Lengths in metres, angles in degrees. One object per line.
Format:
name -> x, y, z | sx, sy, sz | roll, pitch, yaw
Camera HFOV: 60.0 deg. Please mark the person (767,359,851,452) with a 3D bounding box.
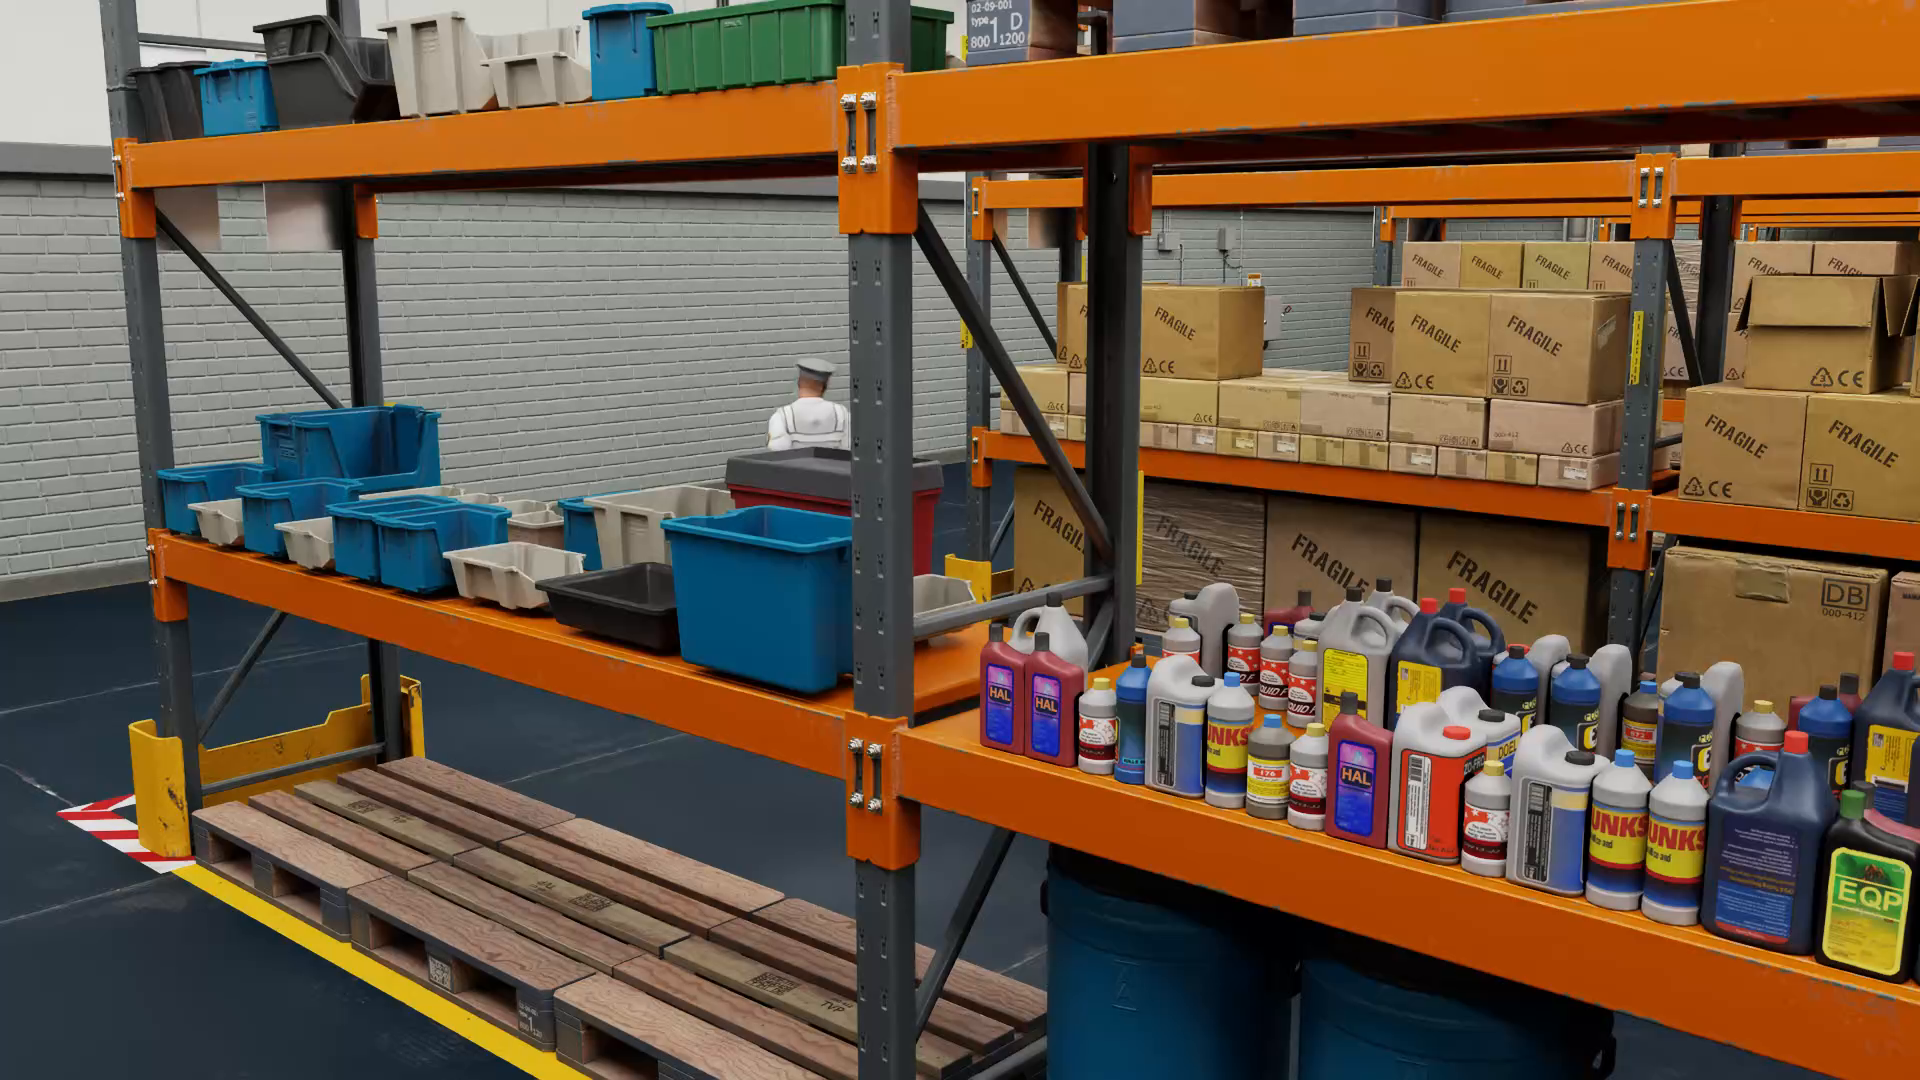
person -> -0.882, -0.210, 9.963 | 0.596, 1.733, 0.611 | -4, 11, -22
